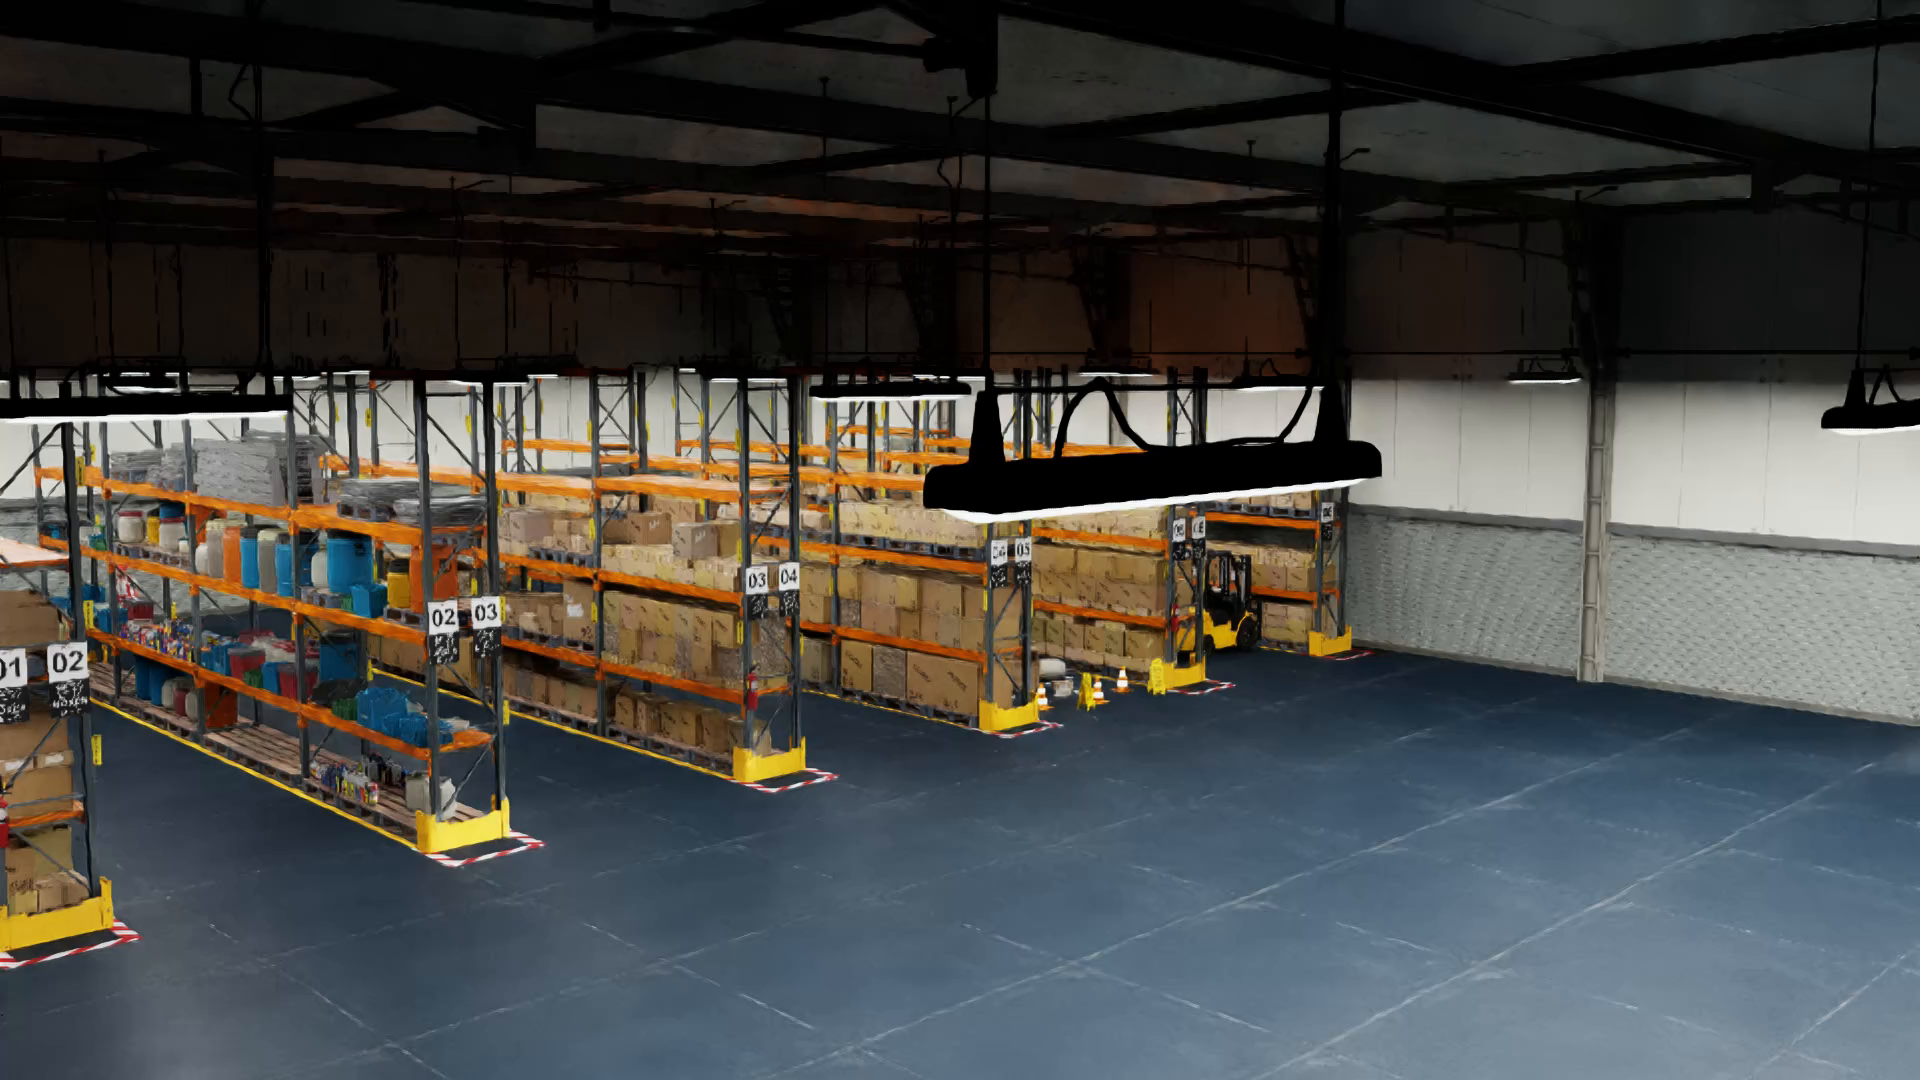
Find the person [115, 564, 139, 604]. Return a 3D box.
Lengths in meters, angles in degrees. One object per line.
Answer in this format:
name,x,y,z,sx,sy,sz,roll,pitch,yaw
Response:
person,-18.116,1.375,36.181,0.569,1.780,0.599,0,6,2

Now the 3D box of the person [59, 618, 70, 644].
person,-16.919,2.007,31.169,0.446,1.604,1.011,-5,8,-35
